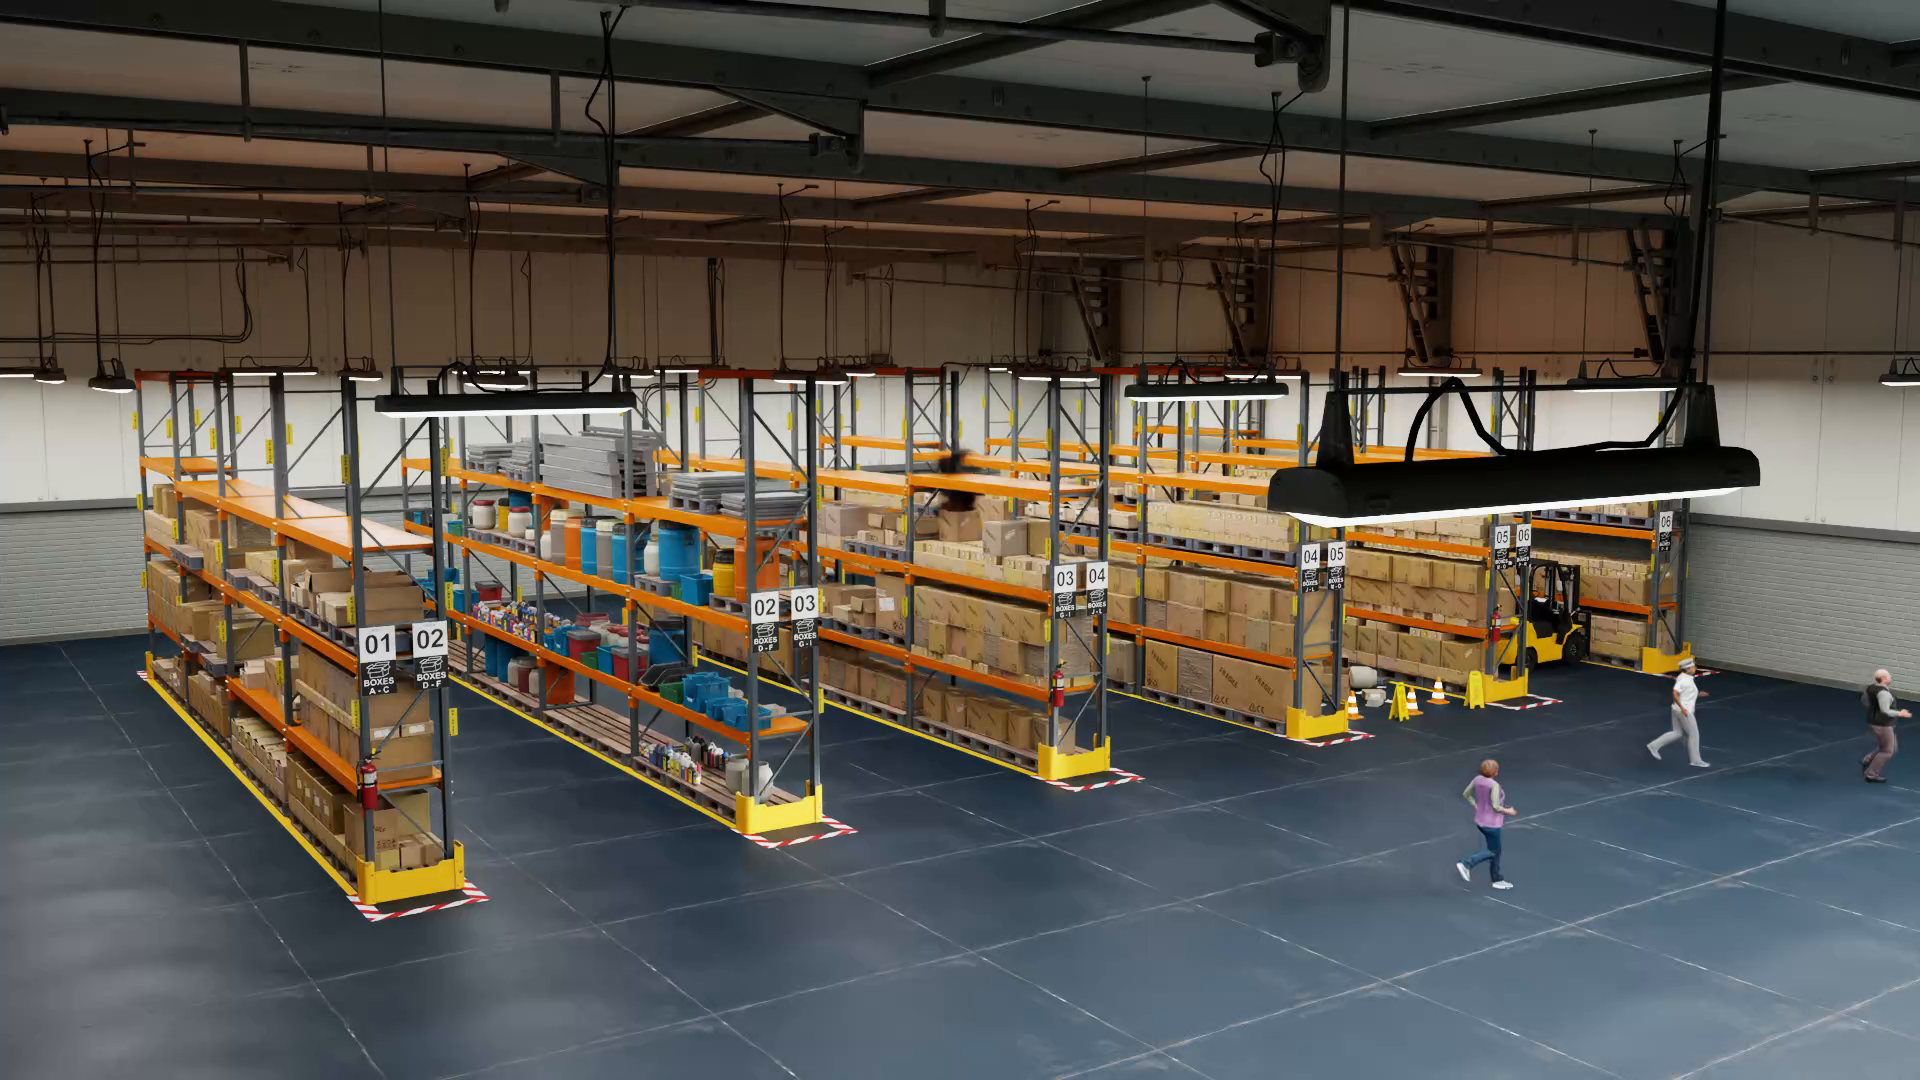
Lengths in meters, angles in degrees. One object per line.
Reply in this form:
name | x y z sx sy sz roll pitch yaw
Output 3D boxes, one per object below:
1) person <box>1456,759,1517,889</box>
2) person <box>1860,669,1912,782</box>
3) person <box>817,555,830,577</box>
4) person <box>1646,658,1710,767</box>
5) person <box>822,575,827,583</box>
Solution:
person | 6.171 3.351 19.538 0.790 1.586 0.538 -2 7 -16
person | 13.636 2.729 24.483 0.578 1.676 0.650 1 7 12
person | -3.563 0.769 42.136 0.516 1.689 0.978 -1 7 -9
person | 11.004 2.617 25.362 0.892 1.672 0.576 1 7 11
person | -3.304 1.338 38.284 0.556 1.397 0.777 -3 7 -28
